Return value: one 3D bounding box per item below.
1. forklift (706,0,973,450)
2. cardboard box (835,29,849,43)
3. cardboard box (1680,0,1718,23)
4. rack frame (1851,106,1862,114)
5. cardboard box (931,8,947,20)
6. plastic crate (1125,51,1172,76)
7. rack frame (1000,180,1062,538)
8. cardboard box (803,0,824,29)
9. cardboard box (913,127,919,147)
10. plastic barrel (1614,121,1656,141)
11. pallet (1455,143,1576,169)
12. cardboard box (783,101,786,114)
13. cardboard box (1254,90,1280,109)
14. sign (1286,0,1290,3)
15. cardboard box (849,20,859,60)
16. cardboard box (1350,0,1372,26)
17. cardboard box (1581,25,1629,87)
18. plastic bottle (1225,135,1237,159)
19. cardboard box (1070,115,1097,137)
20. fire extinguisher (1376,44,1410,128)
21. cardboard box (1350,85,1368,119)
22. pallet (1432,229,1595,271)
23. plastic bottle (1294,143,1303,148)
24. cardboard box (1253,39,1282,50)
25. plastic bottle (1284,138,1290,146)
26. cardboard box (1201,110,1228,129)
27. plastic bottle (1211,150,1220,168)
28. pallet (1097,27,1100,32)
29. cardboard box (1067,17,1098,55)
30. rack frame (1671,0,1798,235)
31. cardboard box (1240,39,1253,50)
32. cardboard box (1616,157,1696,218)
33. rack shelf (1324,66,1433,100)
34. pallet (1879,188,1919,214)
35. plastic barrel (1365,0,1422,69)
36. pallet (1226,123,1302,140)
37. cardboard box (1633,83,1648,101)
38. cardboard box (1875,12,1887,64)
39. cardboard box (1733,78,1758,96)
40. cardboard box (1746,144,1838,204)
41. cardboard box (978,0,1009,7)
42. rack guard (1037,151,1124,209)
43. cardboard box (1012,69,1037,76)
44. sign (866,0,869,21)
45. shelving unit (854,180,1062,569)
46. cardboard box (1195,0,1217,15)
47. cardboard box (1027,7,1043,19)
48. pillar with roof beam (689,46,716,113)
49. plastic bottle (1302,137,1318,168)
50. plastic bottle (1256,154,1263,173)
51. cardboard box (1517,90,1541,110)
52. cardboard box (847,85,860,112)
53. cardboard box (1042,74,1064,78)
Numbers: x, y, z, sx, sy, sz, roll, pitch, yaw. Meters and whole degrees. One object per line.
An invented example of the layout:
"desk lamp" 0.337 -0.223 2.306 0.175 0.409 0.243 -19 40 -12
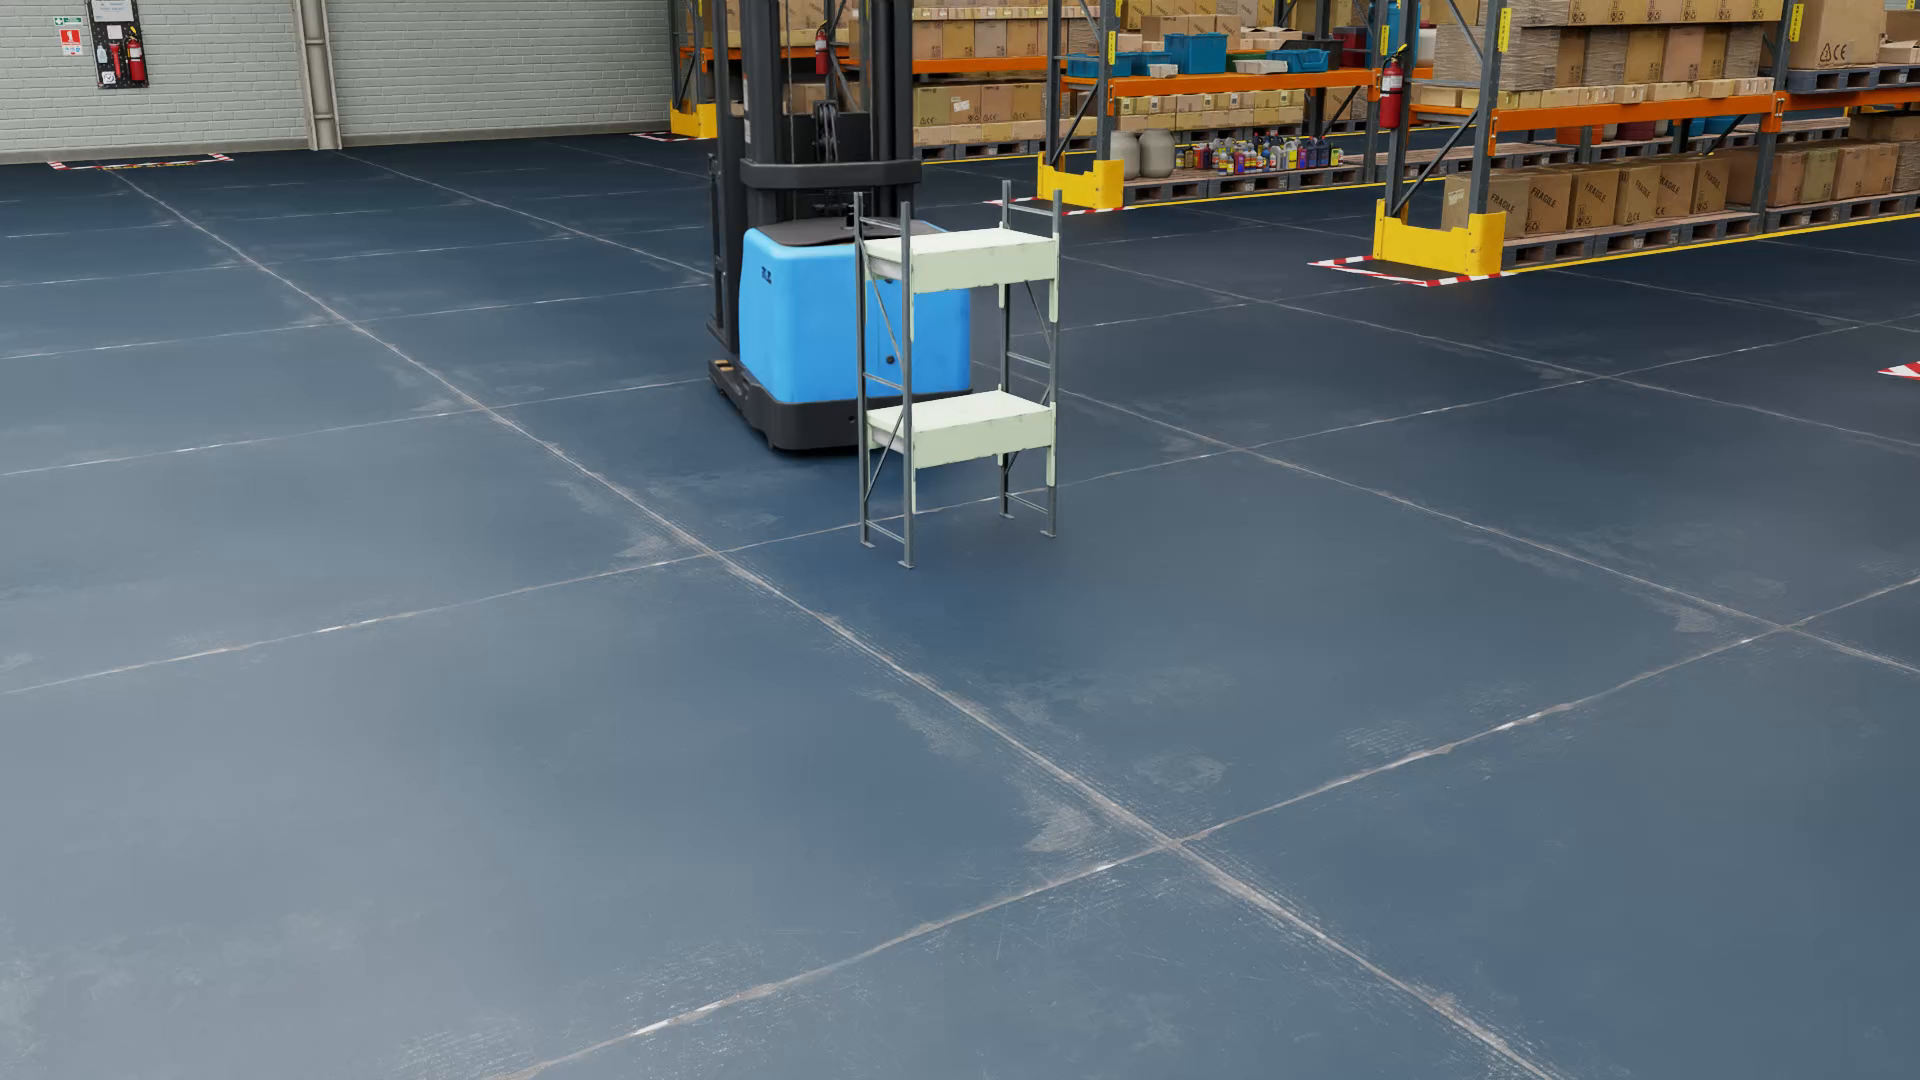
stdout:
"forklift" -0.869 -2.276 9.402 1.130 2.935 3.031 -6 20 -17
"cardboard box" -1.907 -8.029 26.513 0.500 0.250 0.500 -12 22 -32
"cardboard box" 6.267 -4.791 14.551 0.500 0.500 0.500 -12 22 -31
"rack frame" 14.625 -7.897 25.920 0.127 3.000 1.000 -12 22 -31
"cardboard box" -0.373 -6.905 21.817 0.250 0.149 0.380 -12 22 -32
"plastic crate" 2.061 -5.289 18.439 0.408 0.251 0.499 -12 22 -31
"rack frame" 0.300 -0.774 7.192 0.023 1.500 0.400 -12 22 -31
"cardboard box" -2.345 -8.294 26.126 0.500 0.500 0.500 -11 22 -30
"cardboard box" -0.889 -5.335 21.981 0.500 0.250 0.500 -12 22 -31
"plastic barrel" 9.286 -5.834 22.927 0.708 0.588 0.600 -12 22 -31
"pallet" 7.275 -5.041 21.825 1.213 0.211 1.003 -12 22 -31
"cardboard box" -3.083 -6.861 26.368 0.500 0.311 0.500 -10 21 -27
"cardboard box" 4.490 -6.724 25.212 0.500 0.311 0.500 -12 22 -32
"sign" 6.142 -10.210 31.077 0.005 0.325 0.100 -12 22 -31
"cardboard box" -1.062 -6.530 21.721 0.500 0.500 0.700 -12 22 -31
"cardboard box" 6.555 -8.311 26.332 0.500 0.500 0.700 -8 20 -21
"cardboard box" 5.254 -4.228 14.448 0.500 0.500 0.875 -12 22 -31
"plastic bottle" 3.188 -4.597 19.609 0.185 0.351 0.144 -12 22 -32
"cardboard box" 1.615 -5.865 23.547 0.500 0.250 0.500 -12 22 -31
"fire extinguisher" 3.637 -3.820 13.982 0.183 0.674 0.296 -12 22 -31
"cardboard box" 6.194 -6.935 26.291 0.500 0.500 0.500 -13 23 -33
"pallet" 4.748 -2.580 14.546 1.213 0.211 1.003 -12 22 -31
"plastic bottle" 3.961 -4.512 19.474 0.135 0.276 0.152 -12 22 -31
"cardboard box" 4.623 -7.462 25.025 0.250 0.149 0.380 -12 22 -31
"plastic bottle" 3.900 -4.673 19.939 0.133 0.283 0.061 -12 22 -31
"cardboard box" 3.639 -6.281 24.777 0.500 0.250 0.500 -11 22 -30
"plastic bottle" 2.980 -4.434 19.358 0.097 0.201 0.097 0 19 0
"pallet" 1.958 -8.893 29.165 1.003 0.211 1.213 -12 22 -31
"cardboard box" 1.515 -7.076 23.336 0.500 0.500 0.700 -13 22 -33
"rack frame" 7.327 -4.458 15.749 0.127 3.000 1.000 -12 22 -31
"cardboard box" 4.188 -7.455 25.004 0.250 0.149 0.380 -10 21 -27
"cardboard box" 6.497 -3.310 15.601 0.500 0.500 0.500 -5 19 -14
"rack shelf" 6.273 -5.795 20.825 4.000 0.370 1.077 -12 22 -31
"pallet" 10.014 -3.705 17.873 1.213 0.211 1.003 -12 22 -31
"plastic barrel" 5.092 -6.008 19.549 0.708 0.901 0.600 -12 22 -31
"pallet" 4.513 -6.358 25.721 1.213 0.211 1.003 -12 22 -31
"cardboard box" 5.797 -3.939 14.605 0.250 0.149 0.380 -12 22 -31
"cardboard box" 8.724 -5.036 16.641 0.637 0.503 0.797 -9 21 -26
"cardboard box" 7.095 -4.181 15.322 0.250 0.149 0.380 -12 22 -31
"cardboard box" 8.260 -3.664 16.615 0.500 0.500 0.700 -12 22 -32
"cardboard box" 0.257 -7.426 22.344 0.500 0.500 0.700 -12 22 -31
"rack guard" 1.300 -3.920 18.061 0.348 0.500 1.175 -12 22 -31
"cardboard box" 0.985 -8.201 28.864 0.500 0.250 0.500 -12 22 -32
"sign" -1.159 -6.702 20.911 0.005 0.325 0.100 -12 22 -31
"shelving unit" -0.006 -0.709 7.001 0.755 1.500 0.431 -12 22 -31
"cardboard box" 4.329 -9.623 30.374 0.500 0.500 0.500 -11 22 -30
"cardboard box" 0.922 -7.179 22.629 0.250 0.149 0.380 -12 22 -32
"pillar with roof beam" -1.710 -9.774 22.104 0.400 9.000 9.100 -12 22 -31
"plastic bottle" 4.063 -4.512 19.358 0.185 0.351 0.144 -13 23 -34
"plastic bottle" 3.400 -4.293 18.941 0.097 0.201 0.097 0 19 0
"cardboard box" 4.575 -3.660 13.780 0.250 0.149 0.380 -12 22 -31
"cardboard box" -1.175 -5.830 22.272 0.500 0.500 0.500 -12 22 -31
"cardboard box" 1.428 -7.962 29.327 0.500 0.500 0.700 -12 22 -31
